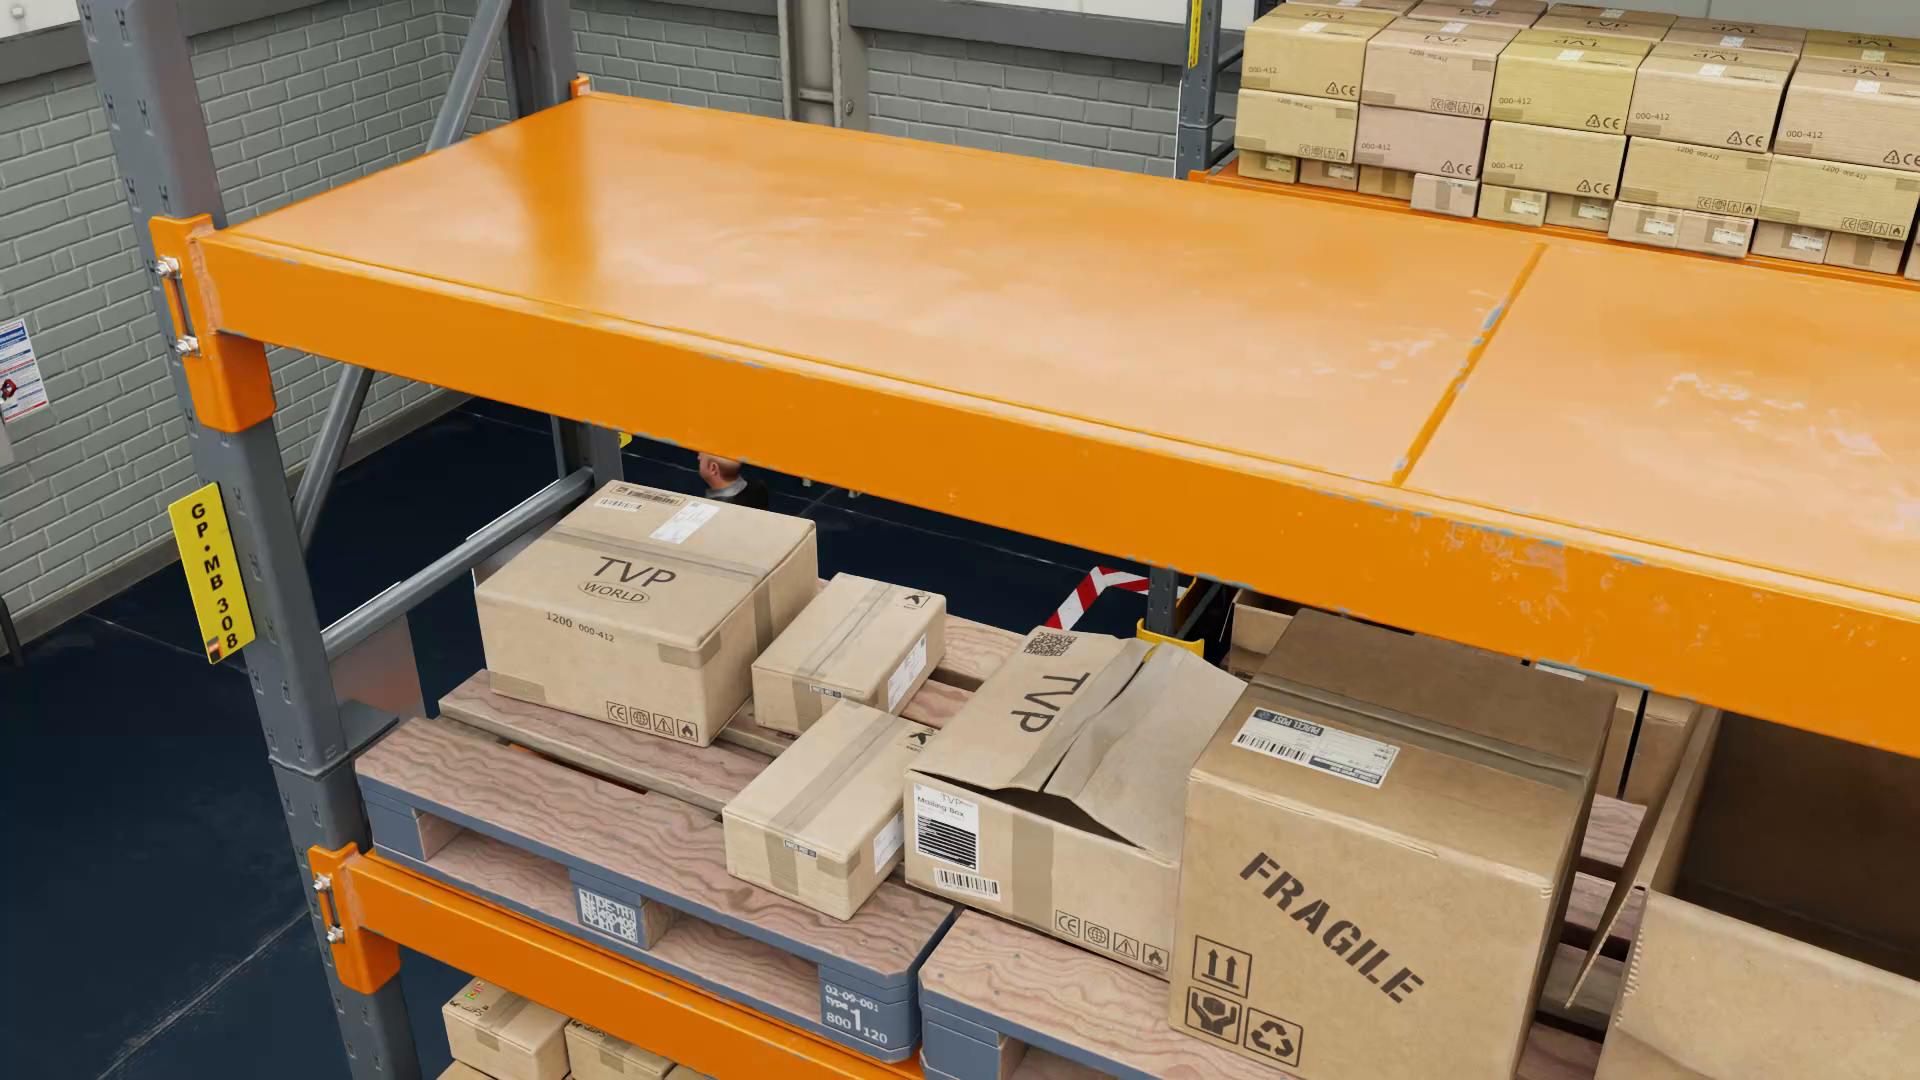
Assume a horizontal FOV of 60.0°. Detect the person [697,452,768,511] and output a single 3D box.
[{"bbox_3d":[-1.092,0.293,7.793,0.455,1.724,0.560,10,31,17],"label":"person"}]
